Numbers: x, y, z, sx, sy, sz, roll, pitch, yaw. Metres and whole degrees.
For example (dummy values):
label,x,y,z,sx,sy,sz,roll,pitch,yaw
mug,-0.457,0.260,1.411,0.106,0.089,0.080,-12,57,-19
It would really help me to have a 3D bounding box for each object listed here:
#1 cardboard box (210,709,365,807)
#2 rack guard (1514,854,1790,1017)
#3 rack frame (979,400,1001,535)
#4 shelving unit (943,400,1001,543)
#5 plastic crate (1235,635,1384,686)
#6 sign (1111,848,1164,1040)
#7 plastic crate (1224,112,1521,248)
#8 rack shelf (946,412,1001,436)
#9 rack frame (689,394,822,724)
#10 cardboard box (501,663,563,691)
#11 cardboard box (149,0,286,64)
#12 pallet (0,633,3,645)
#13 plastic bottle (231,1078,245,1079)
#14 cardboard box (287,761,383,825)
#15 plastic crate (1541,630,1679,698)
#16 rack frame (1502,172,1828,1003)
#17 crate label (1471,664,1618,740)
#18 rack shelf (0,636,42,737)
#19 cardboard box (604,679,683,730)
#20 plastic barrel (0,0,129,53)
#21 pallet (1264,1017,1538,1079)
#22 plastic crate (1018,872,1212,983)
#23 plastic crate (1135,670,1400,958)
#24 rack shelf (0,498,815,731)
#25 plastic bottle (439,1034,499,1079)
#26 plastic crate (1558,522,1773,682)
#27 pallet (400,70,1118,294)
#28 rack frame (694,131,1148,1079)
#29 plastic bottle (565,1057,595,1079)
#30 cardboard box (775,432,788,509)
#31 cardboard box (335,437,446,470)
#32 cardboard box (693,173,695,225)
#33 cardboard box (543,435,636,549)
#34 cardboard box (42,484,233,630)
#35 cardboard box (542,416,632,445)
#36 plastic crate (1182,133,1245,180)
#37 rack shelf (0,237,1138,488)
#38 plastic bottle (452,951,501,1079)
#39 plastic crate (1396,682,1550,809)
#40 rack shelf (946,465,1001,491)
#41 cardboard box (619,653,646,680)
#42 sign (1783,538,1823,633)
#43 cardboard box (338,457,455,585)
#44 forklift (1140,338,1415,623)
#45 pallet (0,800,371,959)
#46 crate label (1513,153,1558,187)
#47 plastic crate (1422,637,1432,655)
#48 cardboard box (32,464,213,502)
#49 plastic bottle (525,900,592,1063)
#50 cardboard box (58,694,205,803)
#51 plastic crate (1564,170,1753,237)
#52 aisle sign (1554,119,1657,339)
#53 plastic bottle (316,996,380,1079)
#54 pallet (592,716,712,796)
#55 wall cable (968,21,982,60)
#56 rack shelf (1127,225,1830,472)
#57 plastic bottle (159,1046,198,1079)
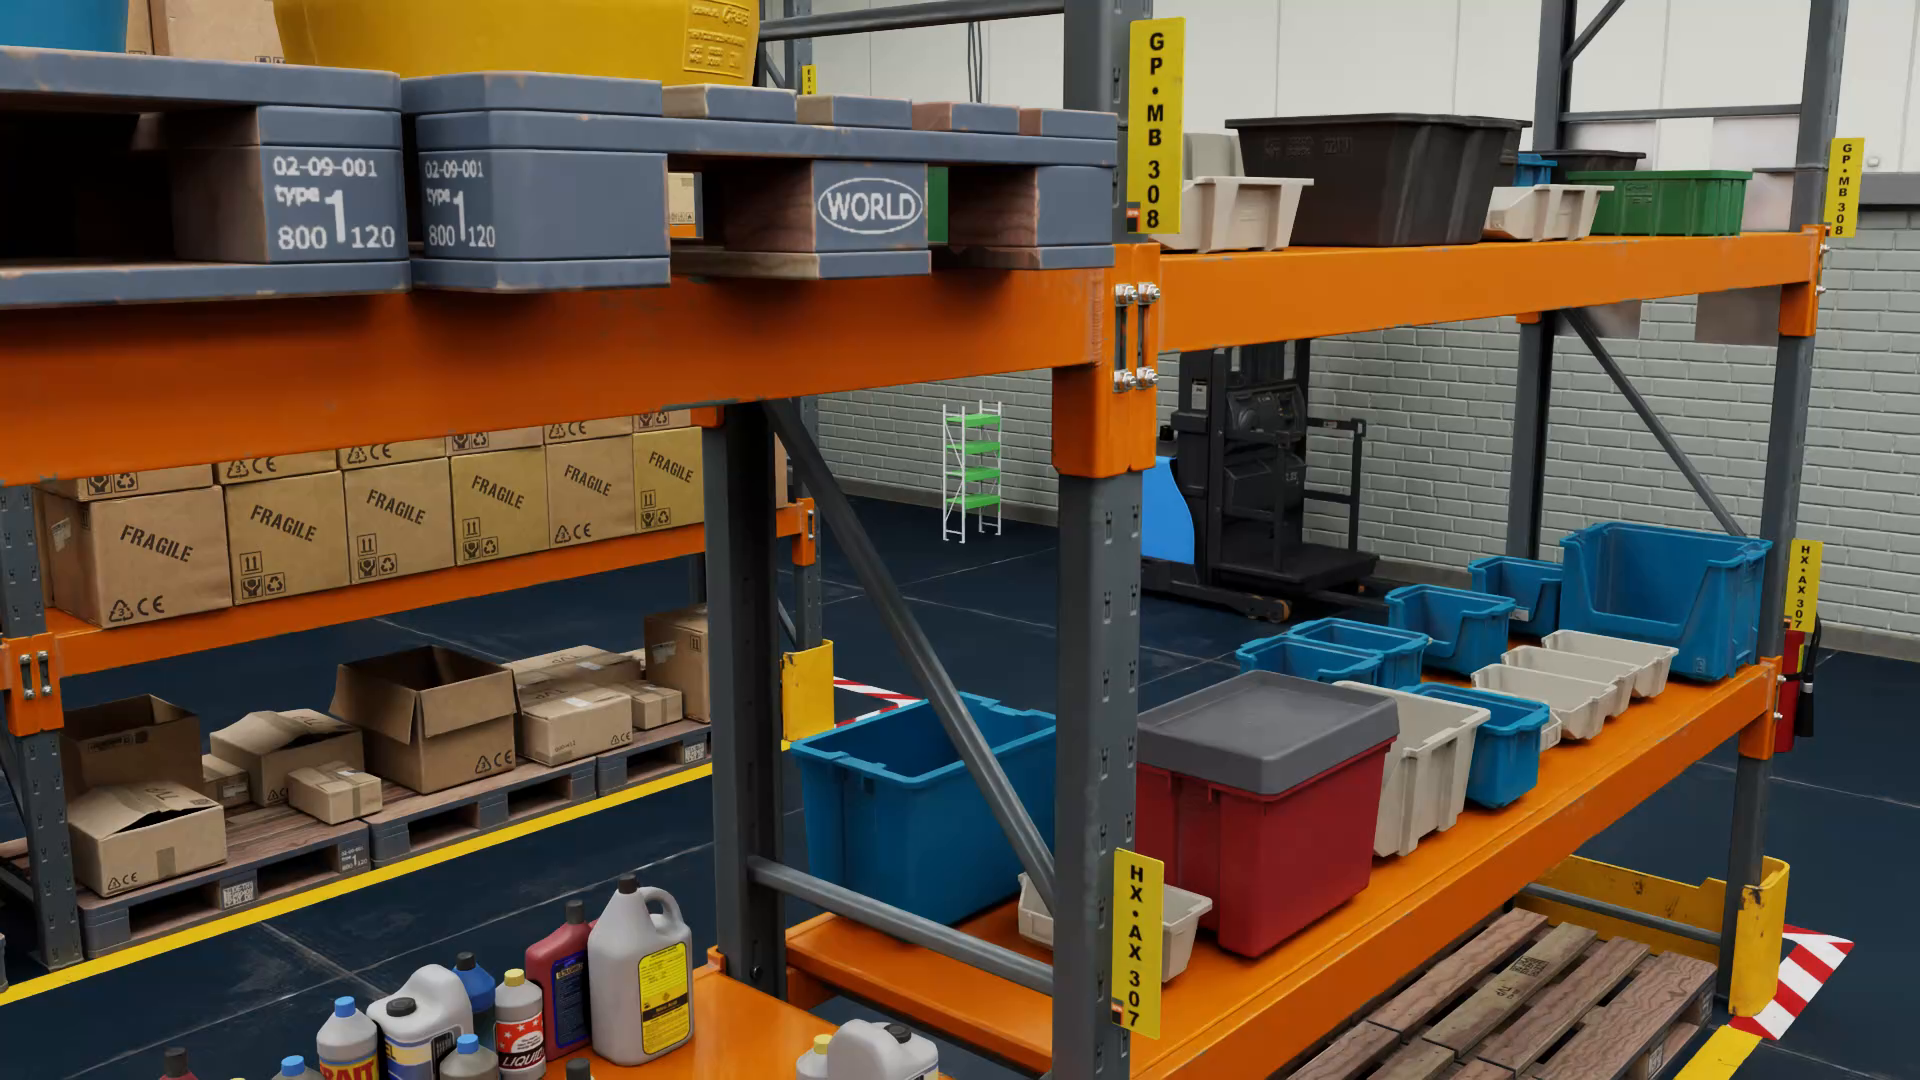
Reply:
label,x,y,z,sx,sy,sz,roll,pitch,yaw
cardboard box,-3.167,0.991,7.833,0.500,0.311,0.500,10,15,40
rack guard,2.540,1.392,6.465,1.175,0.500,0.348,10,15,40
rack frame,0.270,-0.649,14.895,0.240,1.200,0.015,10,15,40
shelving unit,0.109,-0.613,14.716,0.258,1.200,0.503,10,15,40
plastic crate,1.056,0.456,5.045,0.416,0.233,0.300,10,15,40
sign,0.305,0.696,2.863,0.100,0.325,0.005,10,15,40
plastic crate,0.919,-0.794,3.705,0.497,0.269,0.590,10,15,40
rack shelf,0.109,-1.021,14.634,0.258,0.148,0.480,10,15,40
rack frame,-1.185,-0.470,9.404,1.000,3.000,0.127,10,15,40
cardboard box,-2.417,0.854,8.676,0.500,0.250,0.500,10,15,40
cardboard box,-3.097,-2.023,6.715,0.700,0.500,0.500,10,15,40
pallet,-6.183,0.564,11.347,1.003,0.211,1.213,10,15,40
plastic bottle,-1.166,0.972,2.693,0.097,0.201,0.097,0,11,0
cardboard box,-2.822,1.130,7.504,0.380,0.166,0.250,10,15,40
plastic crate,2.131,0.415,5.497,0.396,0.136,0.243,10,15,40
rack frame,2.533,0.171,6.195,1.000,3.000,0.127,10,15,40
crate label,1.763,0.500,5.071,0.396,0.136,0.243,10,15,40
rack shelf,-5.146,0.766,5.054,1.077,0.370,4.000,10,15,40
cardboard box,-1.694,0.864,8.838,0.380,0.166,0.250,10,15,40
plastic barrel,-1.119,-0.892,1.508,0.600,0.901,0.708,10,15,40
pallet,1.154,1.834,4.991,1.003,0.211,1.213,10,15,40
plastic crate,0.308,0.810,3.518,0.396,0.136,0.243,10,15,40
plastic crate,0.671,0.600,3.731,0.402,0.464,0.583,10,15,40
rack shelf,-2.505,0.177,8.001,1.077,0.370,4.000,10,15,40
plastic bottle,-0.834,0.943,2.837,0.097,0.201,0.097,0,11,0
plastic crate,2.453,0.198,5.818,0.616,0.435,0.499,10,15,40
pallet,-0.551,-0.490,2.332,1.213,0.211,1.003,10,15,40
rack frame,-0.107,0.760,3.248,1.000,3.000,0.127,10,15,40
plastic bottle,-0.576,0.943,2.457,0.144,0.351,0.185,10,15,40
cardboard box,-1.276,-0.417,8.888,0.500,0.500,0.500,10,15,42
cardboard box,-2.623,-0.605,7.273,0.500,0.500,0.500,9,15,39
cardboard box,-1.326,-1.757,8.576,0.500,0.250,0.500,10,15,40
cardboard box,-1.949,-0.268,8.139,0.500,0.500,0.500,10,15,41
cardboard box,-3.284,0.030,6.647,0.500,0.500,0.500,10,15,42
cardboard box,-1.944,-0.757,8.033,0.500,0.500,0.500,10,15,42
plastic crate,0.839,-0.955,4.480,0.437,0.282,0.530,10,15,40
rack shelf,-1.427,-0.064,1.551,1.077,0.370,4.000,10,15,40
plastic bottle,-0.884,0.875,3.000,0.097,0.271,0.097,0,11,0
plastic crate,1.370,0.559,4.526,0.416,0.233,0.300,10,15,40
rack shelf,0.109,-0.550,14.728,0.258,0.148,0.480,10,15,40
cardboard box,-1.885,0.758,9.368,0.380,0.166,0.250,10,15,40
sign,2.957,0.160,5.834,0.100,0.325,0.005,10,15,40
cardboard box,-2.617,-0.119,7.393,0.500,0.500,0.500,10,15,40
forklift,2.395,-0.961,12.039,3.031,2.935,1.130,11,16,43
pallet,-3.371,1.386,7.236,1.003,0.211,1.213,10,15,40
crate label,1.682,-1.133,5.445,0.408,0.251,0.502,10,15,40
plastic crate,1.401,0.401,5.563,0.250,0.136,0.298,10,15,40
cardboard box,-3.303,-0.453,6.514,0.500,0.500,0.500,10,15,42
plastic bottle,-0.758,0.836,3.167,0.061,0.283,0.133,10,15,40
cardboard box,-3.662,1.009,7.262,0.500,0.500,0.500,10,15,40
plastic crate,2.097,-1.014,5.010,0.450,0.188,0.336,10,15,40
aisle sign,2.358,-1.152,6.185,0.394,0.787,0.004,10,15,40
plastic bottle,-1.037,0.909,2.829,0.097,0.271,0.097,0,11,0
pallet,-1.761,1.027,9.033,1.003,0.211,1.213,10,15,40
wall cable,1.126,-5.441,14.013,3.097,2.526,0.112,10,15,40
rack shelf,1.213,-0.652,4.498,1.077,0.370,4.000,10,15,40
plastic bottle,-1.256,0.947,2.611,0.061,0.283,0.133,10,15,40
